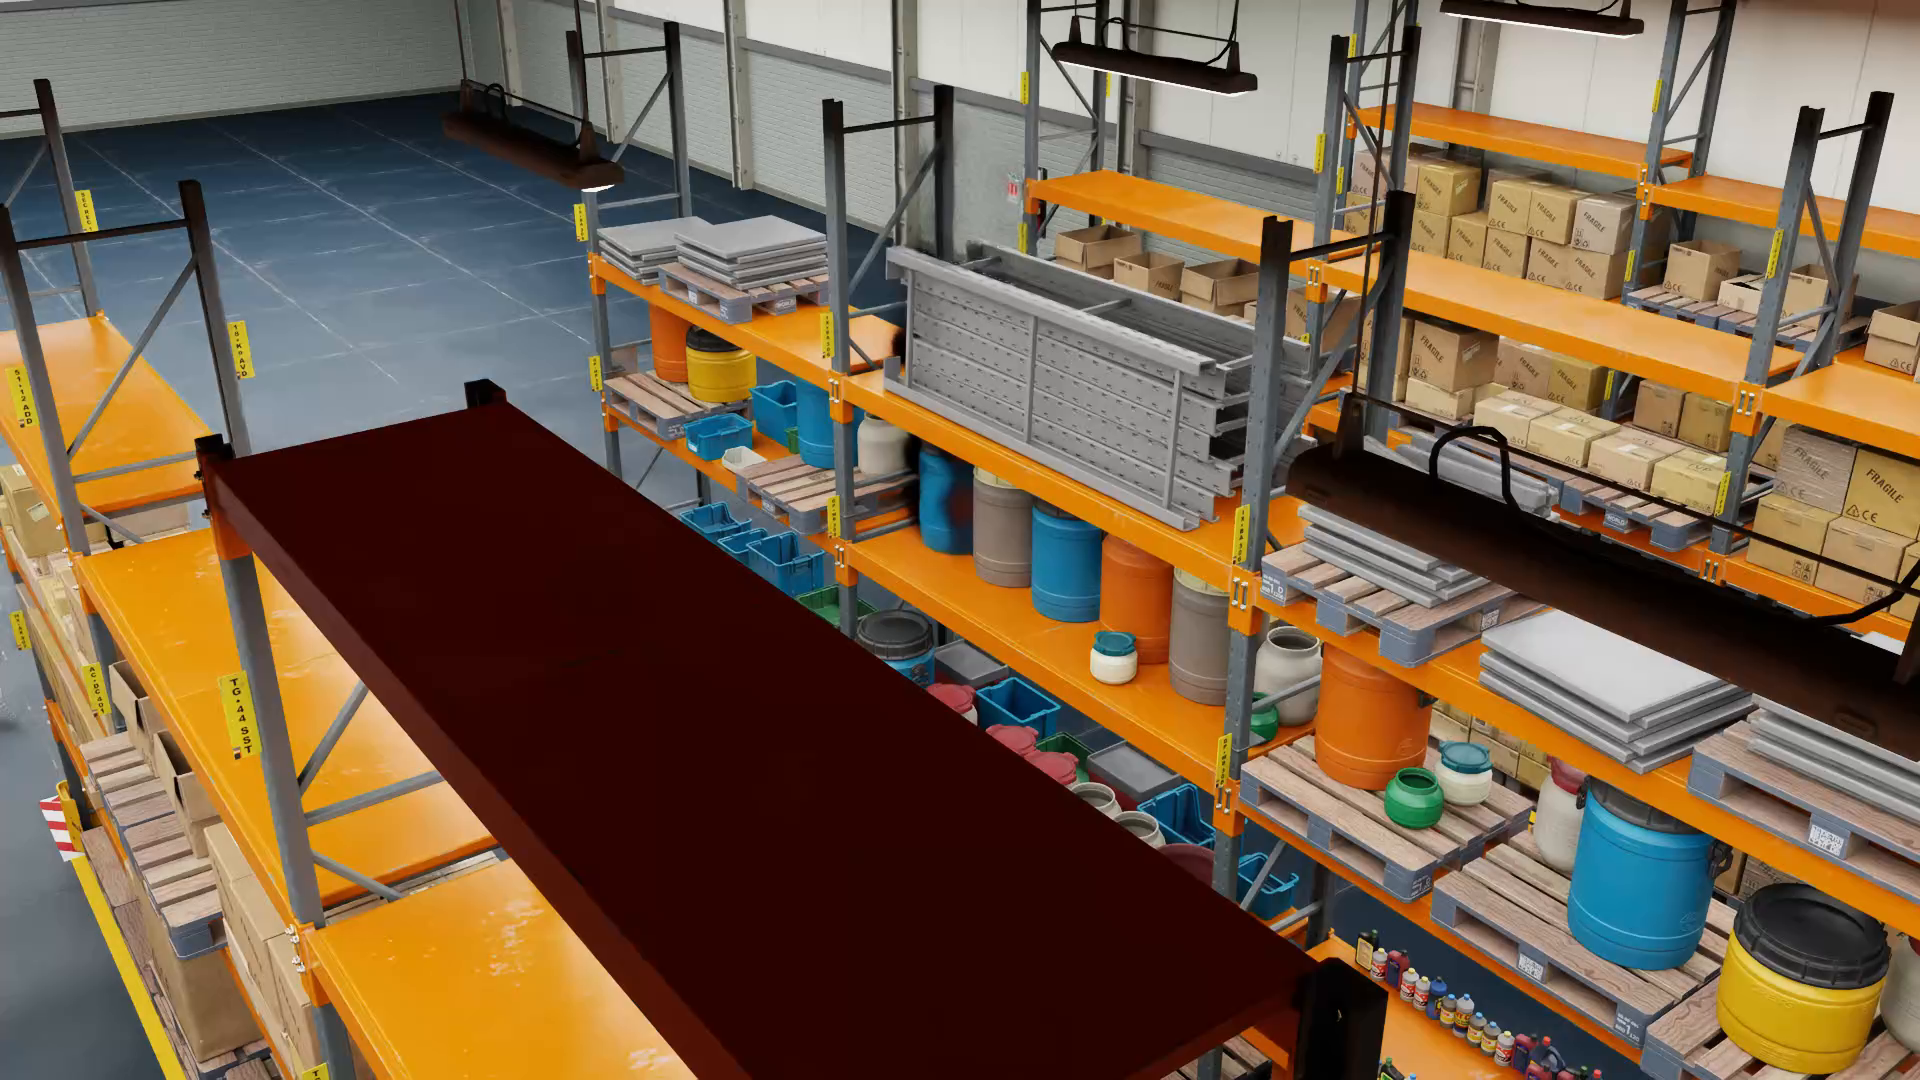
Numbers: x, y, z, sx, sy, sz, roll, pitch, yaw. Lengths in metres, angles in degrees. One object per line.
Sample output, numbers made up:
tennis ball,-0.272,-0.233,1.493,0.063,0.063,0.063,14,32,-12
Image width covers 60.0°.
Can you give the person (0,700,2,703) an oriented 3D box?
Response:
person,-9.251,0.906,14.993,0.847,1.739,0.580,1,25,2
